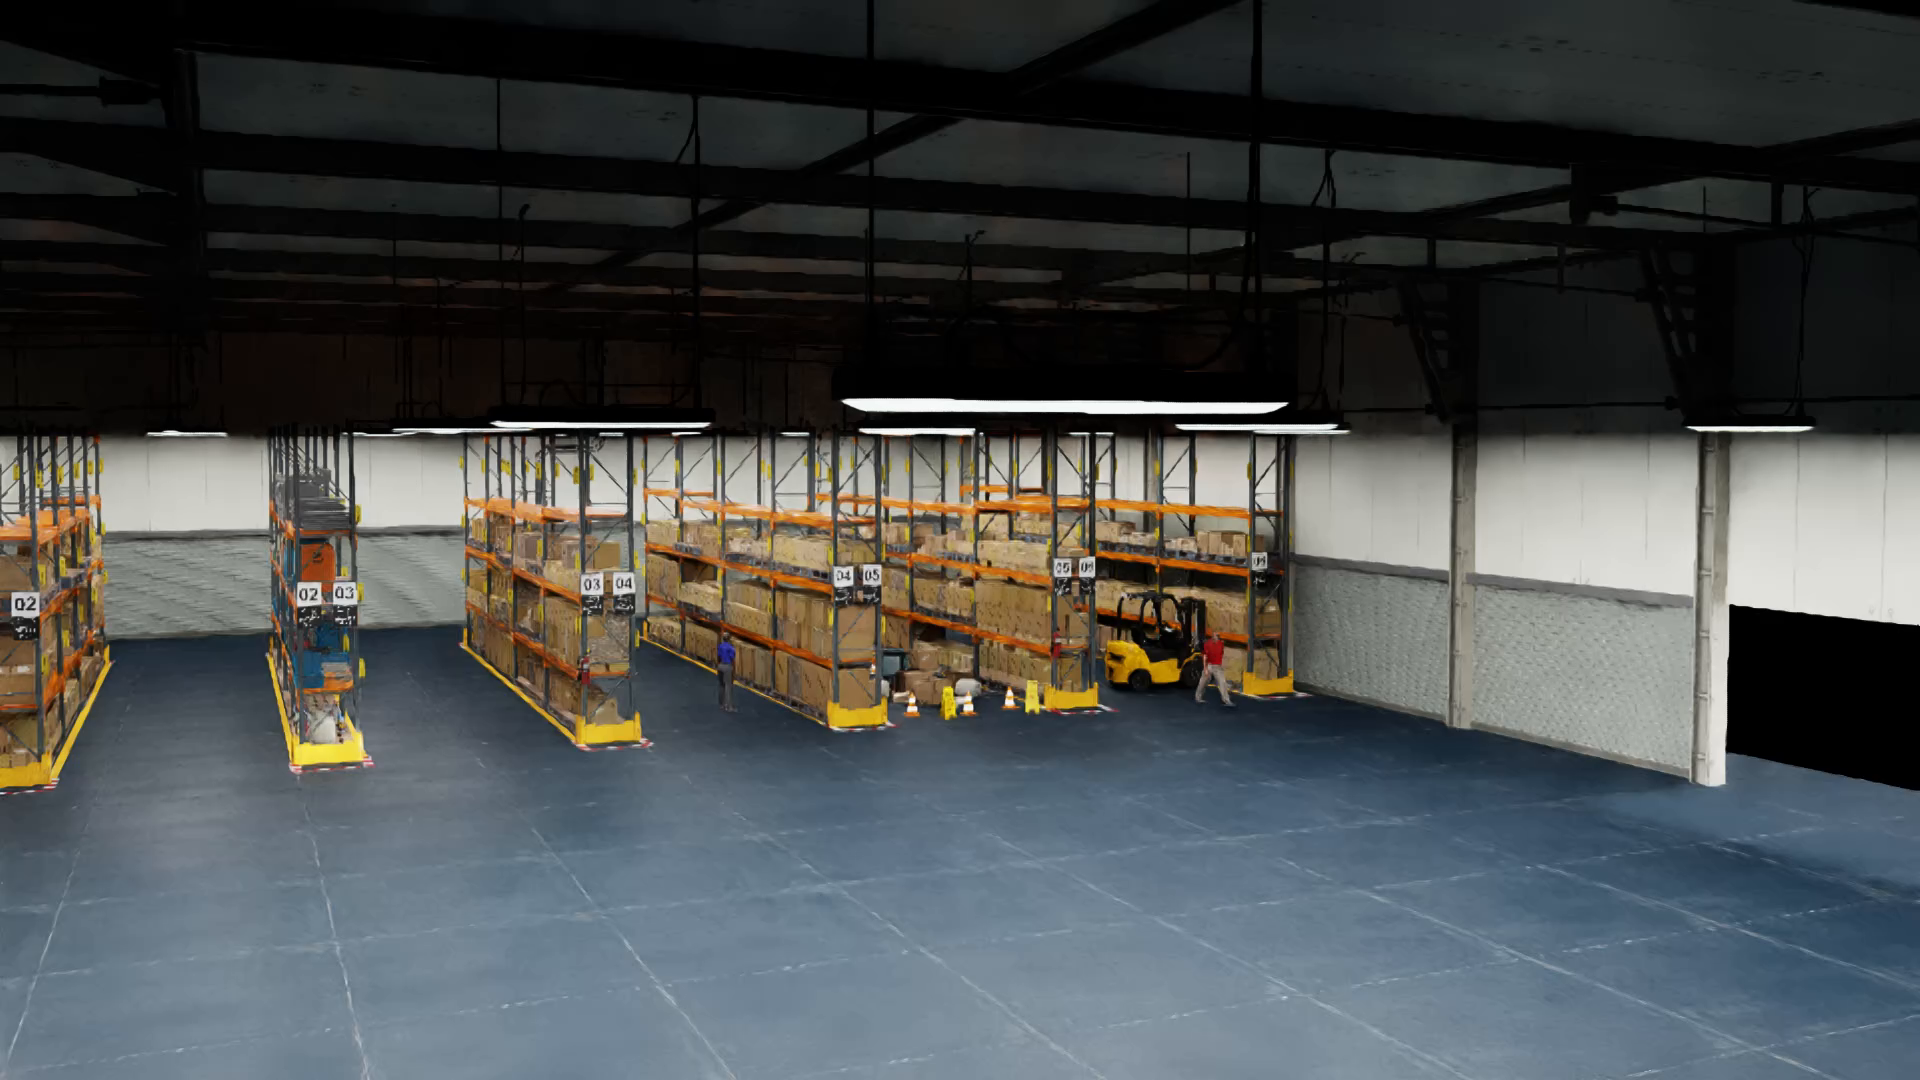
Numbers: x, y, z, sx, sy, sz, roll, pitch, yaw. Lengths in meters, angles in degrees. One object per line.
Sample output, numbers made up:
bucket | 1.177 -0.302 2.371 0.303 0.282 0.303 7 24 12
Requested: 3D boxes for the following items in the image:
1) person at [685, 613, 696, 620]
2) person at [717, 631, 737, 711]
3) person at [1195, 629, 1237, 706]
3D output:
person | -7.986 1.838 49.328 0.502 1.715 0.683 0 4 7
person | -4.896 2.744 34.994 0.502 1.663 0.422 2 4 35
person | 5.418 2.708 35.495 0.547 1.640 1.116 -2 4 -26
